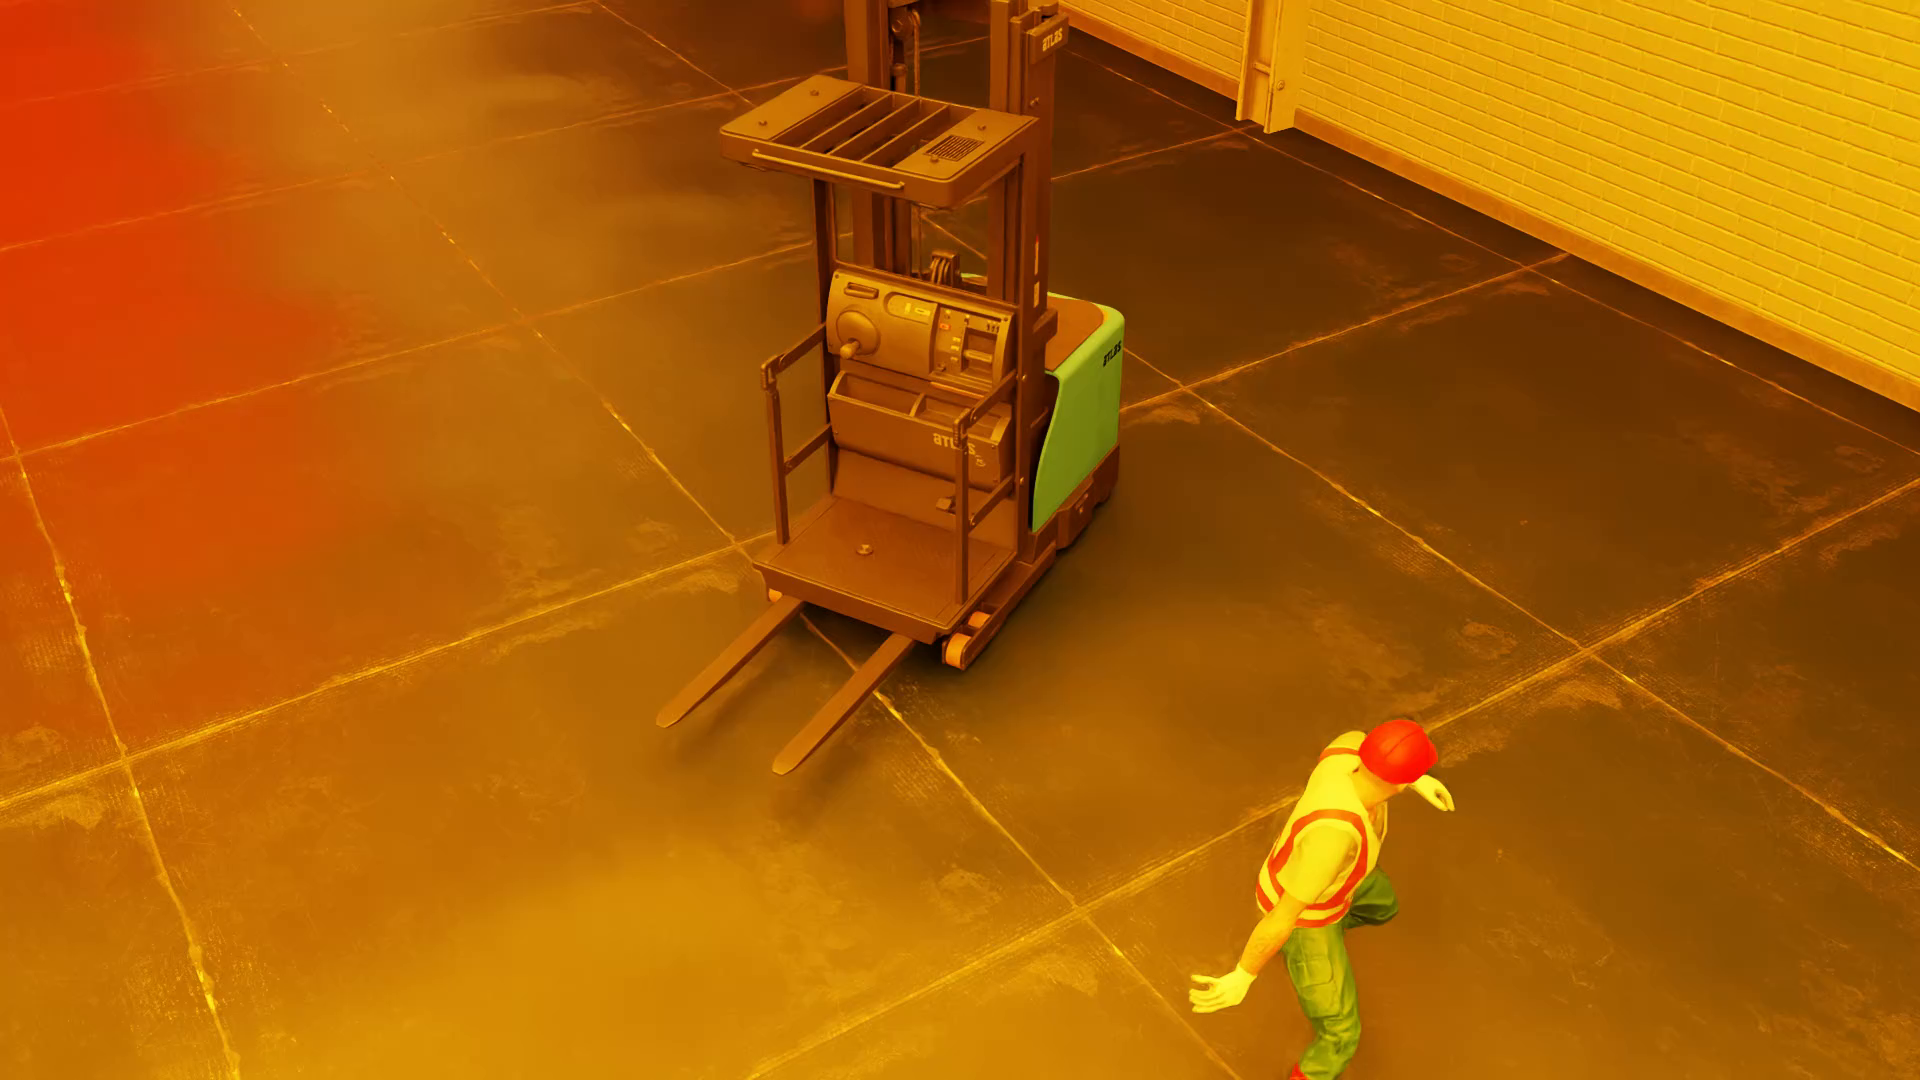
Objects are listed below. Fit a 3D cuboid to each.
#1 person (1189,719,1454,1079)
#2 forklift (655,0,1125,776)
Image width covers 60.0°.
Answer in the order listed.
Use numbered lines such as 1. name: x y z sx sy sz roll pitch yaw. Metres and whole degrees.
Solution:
1. person: 1.225 1.267 5.560 0.568 1.705 1.175 18 39 24
2. forklift: -0.296 -0.892 7.418 1.130 2.935 3.031 18 39 23
